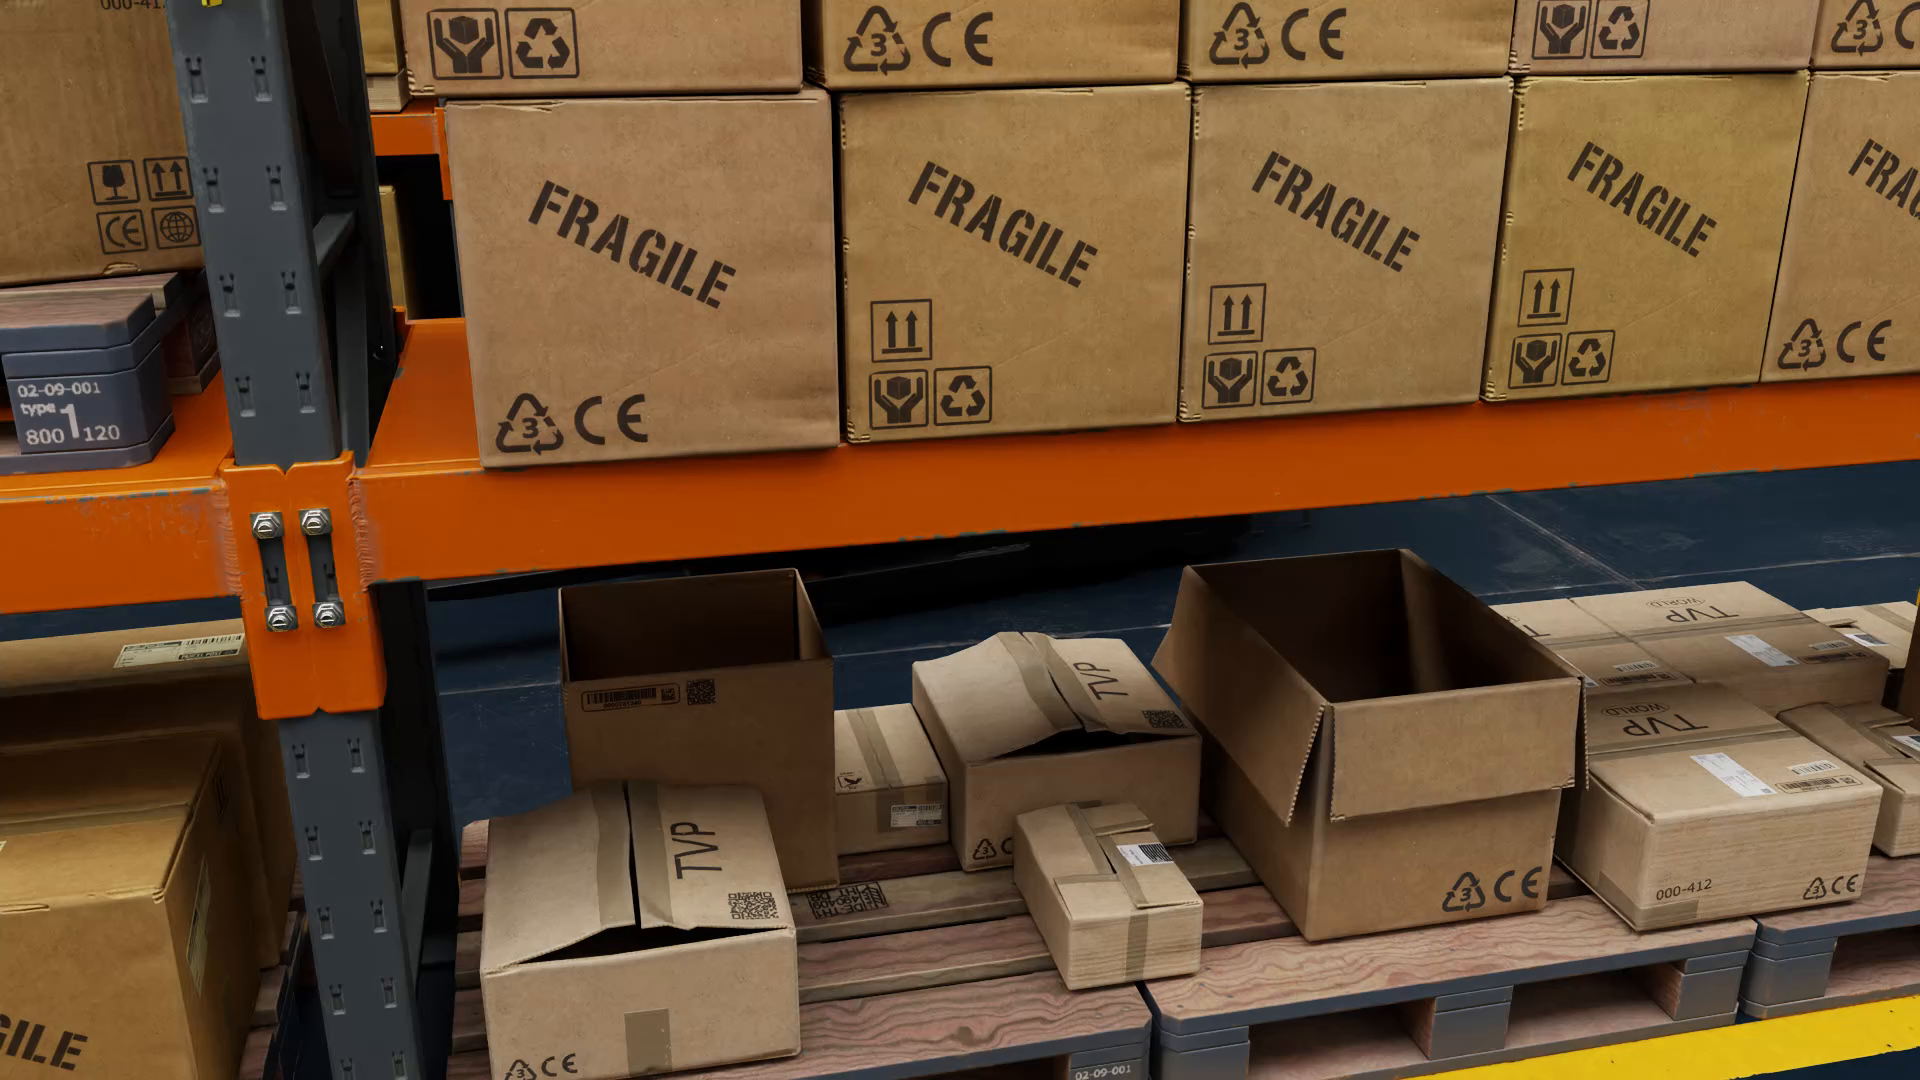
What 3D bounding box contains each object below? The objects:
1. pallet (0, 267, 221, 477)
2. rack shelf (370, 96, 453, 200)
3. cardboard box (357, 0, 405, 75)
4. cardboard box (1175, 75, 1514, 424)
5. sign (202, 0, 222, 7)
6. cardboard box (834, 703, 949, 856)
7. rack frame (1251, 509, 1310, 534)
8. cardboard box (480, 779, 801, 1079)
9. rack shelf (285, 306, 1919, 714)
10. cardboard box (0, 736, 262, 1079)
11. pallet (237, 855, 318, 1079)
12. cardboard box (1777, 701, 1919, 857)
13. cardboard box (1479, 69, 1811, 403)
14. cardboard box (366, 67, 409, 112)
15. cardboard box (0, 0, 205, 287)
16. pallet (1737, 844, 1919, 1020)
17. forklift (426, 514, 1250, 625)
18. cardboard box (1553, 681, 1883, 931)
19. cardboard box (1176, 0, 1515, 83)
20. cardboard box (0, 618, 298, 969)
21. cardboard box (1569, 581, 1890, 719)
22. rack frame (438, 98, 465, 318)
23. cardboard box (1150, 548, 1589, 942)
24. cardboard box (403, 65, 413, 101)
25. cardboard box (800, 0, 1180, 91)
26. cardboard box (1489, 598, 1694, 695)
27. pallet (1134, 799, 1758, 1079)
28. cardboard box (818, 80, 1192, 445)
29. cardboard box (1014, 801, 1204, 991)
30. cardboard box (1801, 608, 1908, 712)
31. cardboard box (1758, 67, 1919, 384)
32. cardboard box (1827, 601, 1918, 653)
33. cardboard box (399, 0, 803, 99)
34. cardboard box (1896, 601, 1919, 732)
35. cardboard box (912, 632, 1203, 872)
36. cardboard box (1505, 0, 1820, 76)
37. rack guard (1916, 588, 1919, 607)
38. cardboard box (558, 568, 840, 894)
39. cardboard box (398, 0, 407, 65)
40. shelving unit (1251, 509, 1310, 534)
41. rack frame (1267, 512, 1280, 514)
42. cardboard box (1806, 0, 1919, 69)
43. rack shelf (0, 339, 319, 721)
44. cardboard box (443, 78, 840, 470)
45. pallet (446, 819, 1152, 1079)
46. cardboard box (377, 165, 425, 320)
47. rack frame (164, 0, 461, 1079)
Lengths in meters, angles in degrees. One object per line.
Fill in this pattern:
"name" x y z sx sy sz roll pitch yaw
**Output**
"pallet" -1.829 -0.318 2.601 1.213 0.211 1.003 -5 21 -12
"rack shelf" -4.116 -1.596 6.858 4.000 0.370 1.077 -5 21 -12
"cardboard box" -2.561 -2.168 6.764 0.500 0.500 0.500 -5 21 -13
"cardboard box" 0.518 -0.511 2.704 0.500 0.500 0.500 -5 21 -13
"sign" -0.895 -0.793 1.935 0.005 0.325 0.100 -5 21 -12
"cardboard box" -0.186 0.508 3.573 0.250 0.149 0.380 -5 21 -12
"rack frame" 1.119 -0.611 5.709 0.240 1.200 0.006 -8 18 -22
"cardboard box" -0.568 0.660 2.920 0.500 0.311 0.500 -5 21 -12
"rack shelf" 0.920 -0.255 3.196 4.000 0.370 1.077 -5 21 -12
"cardboard box" -1.440 0.667 2.626 0.500 0.500 0.500 -5 21 -13
"pallet" -1.809 0.952 2.910 1.213 0.211 1.003 -5 21 -12
"cardboard box" 1.979 0.500 3.569 0.250 0.166 0.380 -5 21 -12
"cardboard box" 1.012 -0.552 2.815 0.500 0.500 0.500 -5 21 -13
"cardboard box" -2.433 -1.862 6.874 0.250 0.149 0.380 -4 21 -12
"cardboard box" -1.538 -0.716 2.653 0.500 0.500 0.700 -13 24 -31
"pallet" 2.017 0.628 3.795 1.213 0.211 1.003 -5 21 -12
"forklift" -0.574 -1.292 5.080 3.031 2.935 1.130 -8 22 -22
"cardboard box" 1.463 0.524 3.382 0.500 0.250 0.500 -5 21 -12
"cardboard box" 0.500 -0.976 2.518 0.500 0.500 0.500 -5 21 -14
"cardboard box" -1.553 0.489 3.113 0.500 0.500 0.500 -6 21 -15
"cardboard box" 1.786 0.321 3.936 0.500 0.250 0.500 -5 21 -12
"rack frame" -2.169 -2.093 7.166 0.127 3.000 1.000 -5 21 -12
"cardboard box" 0.801 0.380 3.405 0.637 0.503 0.797 -5 21 -12
"cardboard box" -2.541 -2.024 7.315 0.250 0.149 0.380 -5 21 -14
"cardboard box" -0.001 -0.935 2.408 0.500 0.500 0.500 -5 21 -14
"cardboard box" 1.299 0.360 3.828 0.500 0.250 0.500 -5 21 -12
"pallet" 0.832 0.723 3.535 1.213 0.211 1.003 -5 21 -12
"cardboard box" 0.030 -0.472 2.598 0.500 0.500 0.500 -4 21 -12
"cardboard box" 0.272 0.656 3.141 0.250 0.166 0.380 -5 21 -12
"cardboard box" 2.137 0.310 4.086 0.250 0.166 0.380 -5 21 -12
"cardboard box" 1.503 -0.592 2.924 0.500 0.500 0.500 -4 21 -12
"cardboard box" 2.380 0.299 4.143 0.250 0.149 0.380 -5 21 -12
"cardboard box" -0.503 -0.894 2.296 0.500 0.500 0.500 -4 21 -11
"cardboard box" 2.394 0.341 3.516 0.500 0.500 0.500 -5 21 -12
"cardboard box" 0.193 0.422 3.572 0.500 0.311 0.500 -5 21 -12
"cardboard box" 1.002 -1.017 2.631 0.500 0.500 0.500 -4 20 -11
"rack guard" 2.793 0.428 3.918 0.348 0.500 1.175 -5 21 -12
"cardboard box" -0.537 0.392 3.377 0.500 0.500 0.500 -5 21 -12
"cardboard box" -2.675 -2.337 7.225 0.500 0.500 0.500 -5 21 -14
"shelving unit" 1.083 -0.635 5.790 0.258 1.200 0.189 -8 18 -22
"rack frame" 1.047 -0.659 5.870 0.240 1.200 0.006 -8 18 -22
"cardboard box" 1.502 -1.058 2.742 0.500 0.500 0.500 -4 21 -11
"rack shelf" -2.972 0.061 2.332 4.000 0.370 1.077 -5 21 -12
"cardboard box" -0.467 -0.431 2.484 0.500 0.500 0.500 -4 21 -11
"pallet" -0.357 0.821 3.268 1.213 0.211 1.003 -5 21 -12
"cardboard box" -2.772 -1.185 7.204 0.750 0.750 0.750 -4 21 -12
"rack frame" -1.026 -0.435 2.640 0.127 3.000 1.000 -5 21 -12
